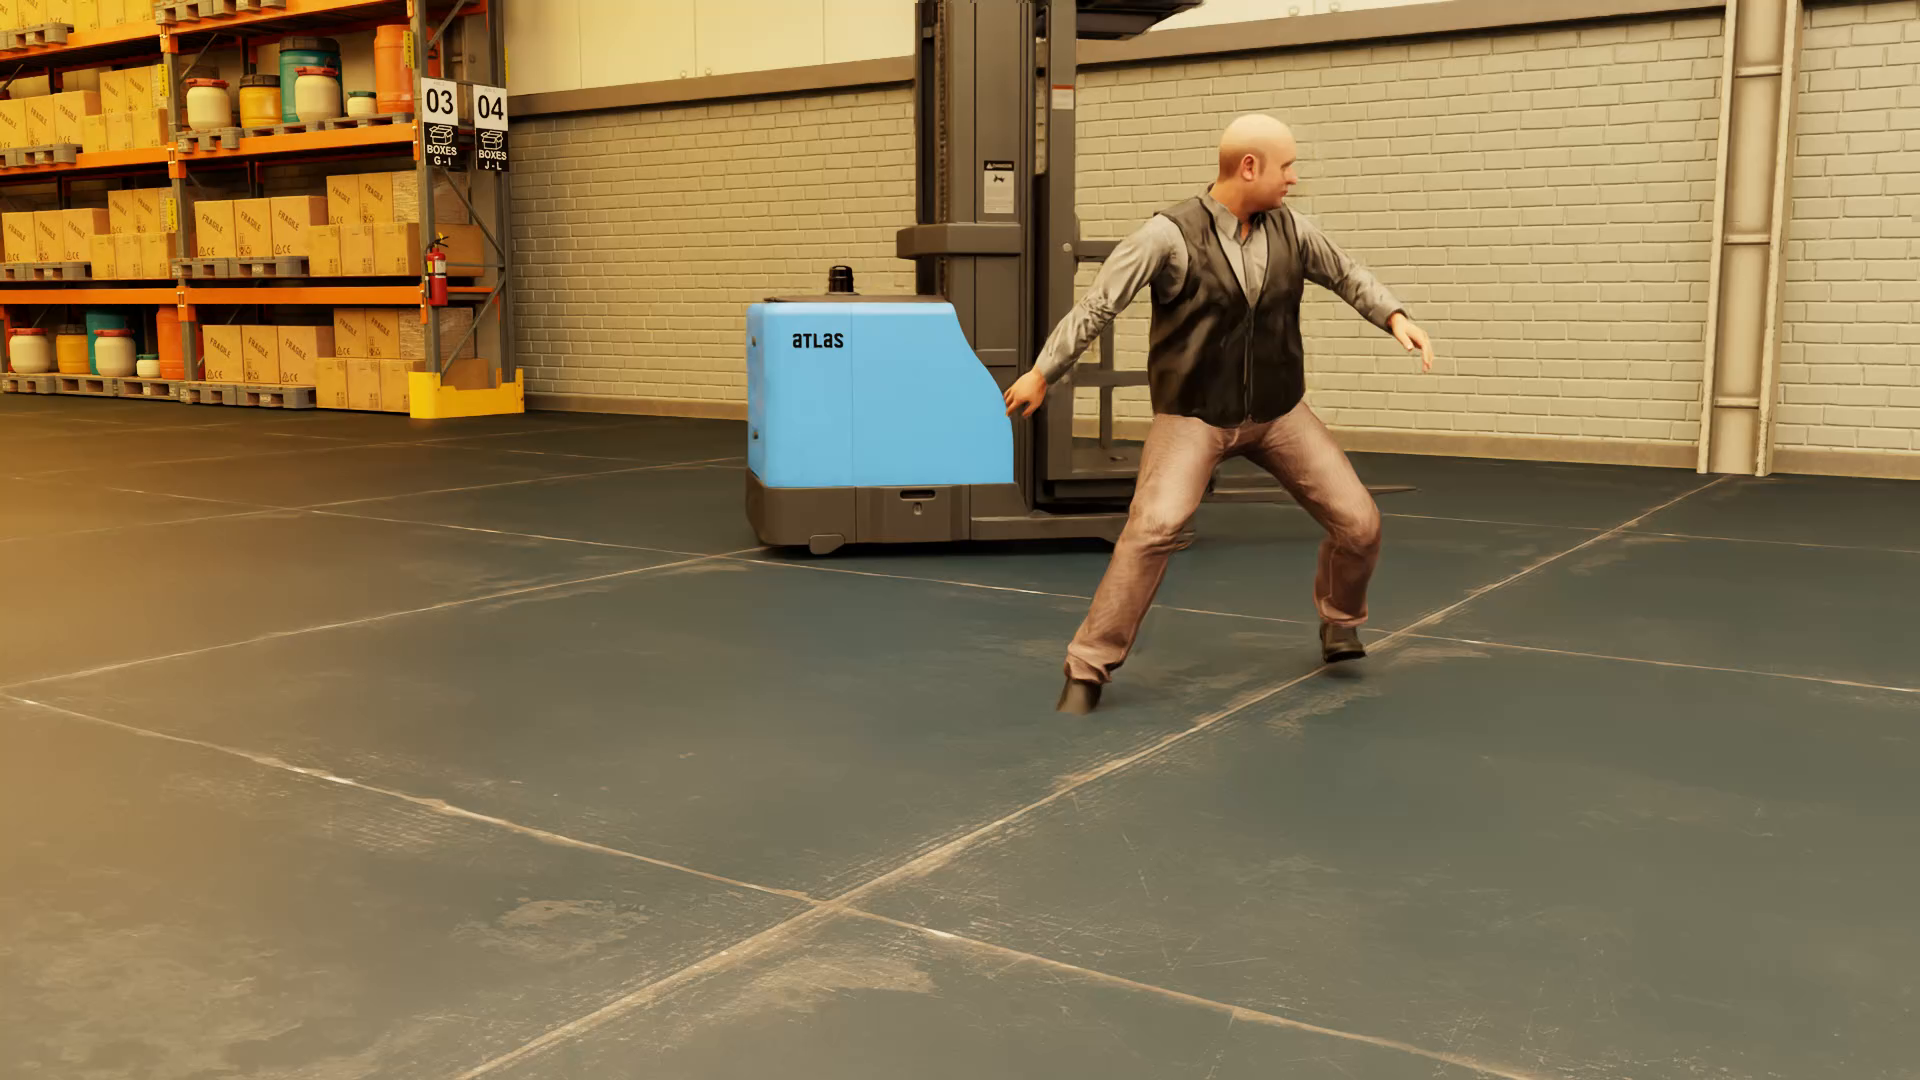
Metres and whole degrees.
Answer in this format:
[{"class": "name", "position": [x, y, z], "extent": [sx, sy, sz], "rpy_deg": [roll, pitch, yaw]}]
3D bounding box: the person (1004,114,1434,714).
[{"class": "person", "position": [0.697, -0.304, 4.573], "extent": [1.079, 1.670, 0.552], "rpy_deg": [-2, 8, -12]}]

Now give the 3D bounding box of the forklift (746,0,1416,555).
[{"class": "forklift", "position": [0.565, -1.471, 7.538], "extent": [3.031, 2.935, 1.130], "rpy_deg": [-2, 8, -12]}]
